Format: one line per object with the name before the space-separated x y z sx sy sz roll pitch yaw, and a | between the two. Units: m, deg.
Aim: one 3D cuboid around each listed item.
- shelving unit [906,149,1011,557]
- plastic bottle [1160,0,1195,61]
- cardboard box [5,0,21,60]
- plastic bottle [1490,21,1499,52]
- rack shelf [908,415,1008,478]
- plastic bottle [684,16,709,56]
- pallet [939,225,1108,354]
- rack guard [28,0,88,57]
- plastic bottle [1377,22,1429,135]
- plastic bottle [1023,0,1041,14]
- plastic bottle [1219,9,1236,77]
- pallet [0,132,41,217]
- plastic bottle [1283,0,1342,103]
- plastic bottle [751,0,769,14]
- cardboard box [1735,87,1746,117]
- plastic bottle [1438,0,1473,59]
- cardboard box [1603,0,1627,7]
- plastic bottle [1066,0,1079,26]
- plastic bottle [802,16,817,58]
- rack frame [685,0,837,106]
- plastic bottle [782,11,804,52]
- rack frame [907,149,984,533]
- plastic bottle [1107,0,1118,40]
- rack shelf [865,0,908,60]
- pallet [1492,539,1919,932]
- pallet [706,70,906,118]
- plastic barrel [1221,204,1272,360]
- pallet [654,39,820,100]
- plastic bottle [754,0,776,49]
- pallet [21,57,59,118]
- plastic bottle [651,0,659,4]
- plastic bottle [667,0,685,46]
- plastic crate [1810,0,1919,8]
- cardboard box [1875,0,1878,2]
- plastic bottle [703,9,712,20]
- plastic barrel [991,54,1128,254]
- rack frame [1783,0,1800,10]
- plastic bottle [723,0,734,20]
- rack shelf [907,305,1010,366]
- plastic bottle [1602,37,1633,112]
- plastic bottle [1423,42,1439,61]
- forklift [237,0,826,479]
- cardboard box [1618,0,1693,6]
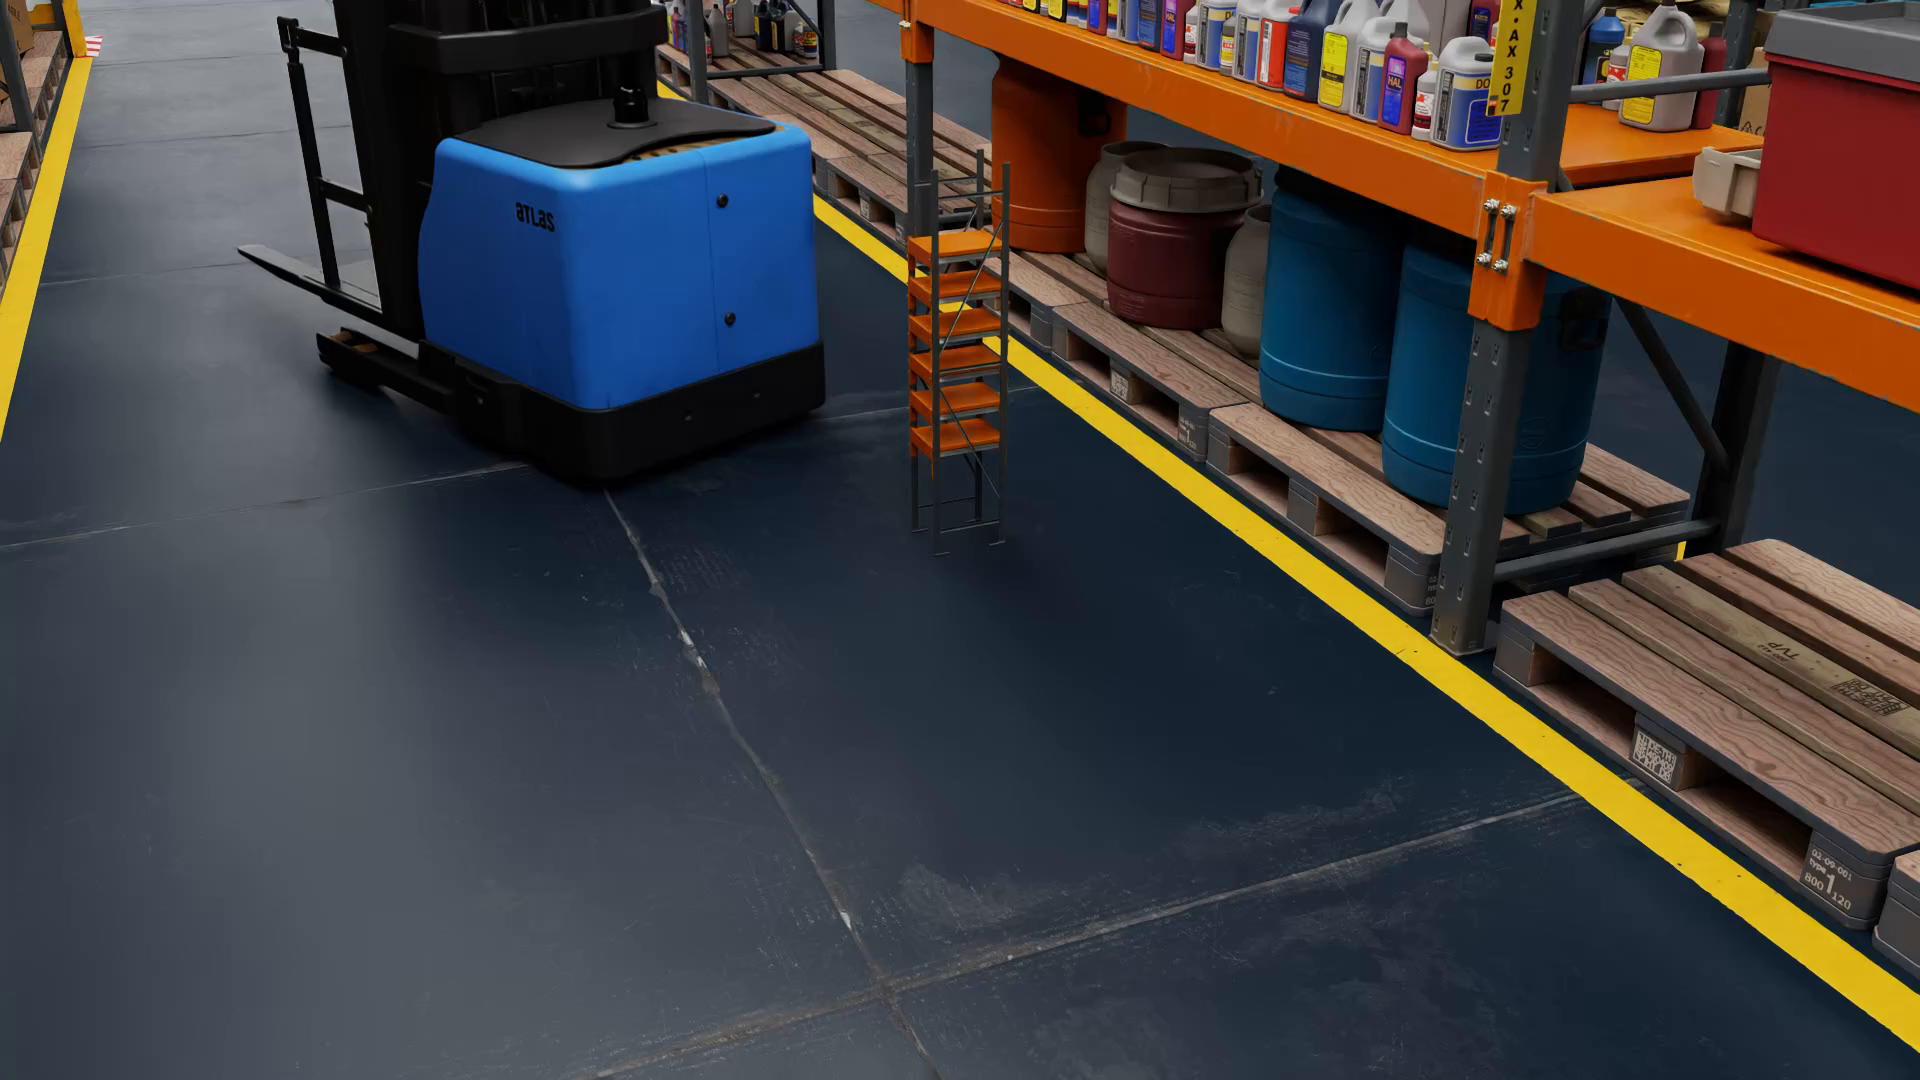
shelving unit | -0.006 -0.545 4.999 0.258 1.200 0.189 -11 28 -21
plastic bottle | 0.732 -1.763 5.576 0.061 0.283 0.133 -11 28 -21
cardboard box | -6.734 -3.440 11.247 0.500 0.500 0.500 -8 27 -16
plastic bottle | 1.730 -1.569 5.270 0.097 0.201 0.097 0 26 0
rack shelf | -0.006 -0.289 5.124 0.258 0.103 0.180 -11 28 -21
plastic bottle | -1.850 -3.575 11.671 0.144 0.351 0.185 -11 28 -22
pallet | 0.581 -1.178 7.423 1.003 0.211 1.213 -11 28 -21
rack guard | -7.427 -3.967 12.805 1.175 0.500 0.348 -11 28 -21
plastic bottle | 1.216 -1.264 4.554 0.061 0.283 0.133 -11 28 -21
plastic bottle | 0.297 -2.211 6.493 0.061 0.283 0.133 -11 28 -21
plastic bottle | 0.885 -1.589 5.313 0.097 0.201 0.097 0 26 0
pallet | -5.584 -1.939 8.981 1.003 0.211 1.213 -11 28 -21
plastic bottle | 1.067 -1.495 4.949 0.144 0.351 0.185 -11 28 -21
plastic bottle | -1.507 -4.010 12.561 0.144 0.351 0.185 -11 28 -21
cardboard box | 4.362 -2.716 10.048 0.500 0.250 0.500 -10 28 -19
plastic bottle | 1.607 -1.698 5.450 0.152 0.276 0.135 -11 28 -21
cardboard box | 3.957 -3.379 10.768 0.500 0.311 0.500 -11 28 -21
plastic bottle | 0.450 -2.069 6.216 0.097 0.271 0.097 0 26 0
plastic bottle | -1.054 -3.533 11.675 0.097 0.271 0.097 0 26 0
rack frame | -1.333 -4.357 10.755 1.000 3.000 0.127 -11 28 -21
plastic bottle | -1.206 -3.661 11.932 0.152 0.276 0.135 -10 28 -19
rack frame | -0.042 -0.582 5.074 0.240 1.200 0.006 -11 28 -21
plastic bottle | 0.578 -1.937 5.944 0.097 0.271 0.097 0 26 0
rack shelf | -0.550 -3.227 9.260 1.077 0.370 4.000 -11 28 -21
pallet | 2.124 0.416 4.158 1.003 0.211 1.213 -11 28 -21
pallet | -0.990 -2.794 10.732 1.003 0.211 1.213 -11 28 -21
plastic barrel | 1.187 -0.950 6.134 0.421 0.512 0.421 0 26 0
pallet | -1.557 -3.383 11.937 1.003 0.211 1.213 -11 28 -21
plastic bottle | -1.400 -3.737 12.003 0.144 0.351 0.185 -11 28 -21
pallet | -6.667 -3.012 11.177 1.003 0.211 1.213 -11 28 -21
plastic bottle | -2.303 -3.980 12.590 0.097 0.271 0.097 0 26 0
plastic bottle | -2.052 -3.783 12.097 0.144 0.351 0.185 -11 28 -21
plastic crate | 2.297 -1.018 3.865 0.392 0.384 0.575 -11 28 -21
cardboard box | 8.087 -4.840 14.091 0.700 0.500 0.500 -10 28 -19
plastic bottle | -1.799 -3.655 11.919 0.152 0.276 0.135 -11 28 -21
plastic barrel | 0.441 -1.761 7.434 0.600 0.830 0.708 -11 28 -21
rack frame | 7.783 -6.059 14.242 1.000 3.000 0.127 -11 28 -21
plastic bottle | -1.801 -4.158 12.942 0.061 0.283 0.133 -11 28 -21
rack shelf | -0.006 -0.613 4.966 0.258 0.103 0.180 -11 28 -21
plastic bottle | 1.935 -1.357 4.837 0.097 0.201 0.097 0 26 0
plastic bottle | 1.313 -1.318 4.758 0.097 0.201 0.097 0 26 0
forklift | -1.903 -2.062 6.133 3.031 2.935 1.130 23 34 39
cardboard box | 4.447 -3.476 10.967 0.500 0.311 0.500 -11 28 -22
